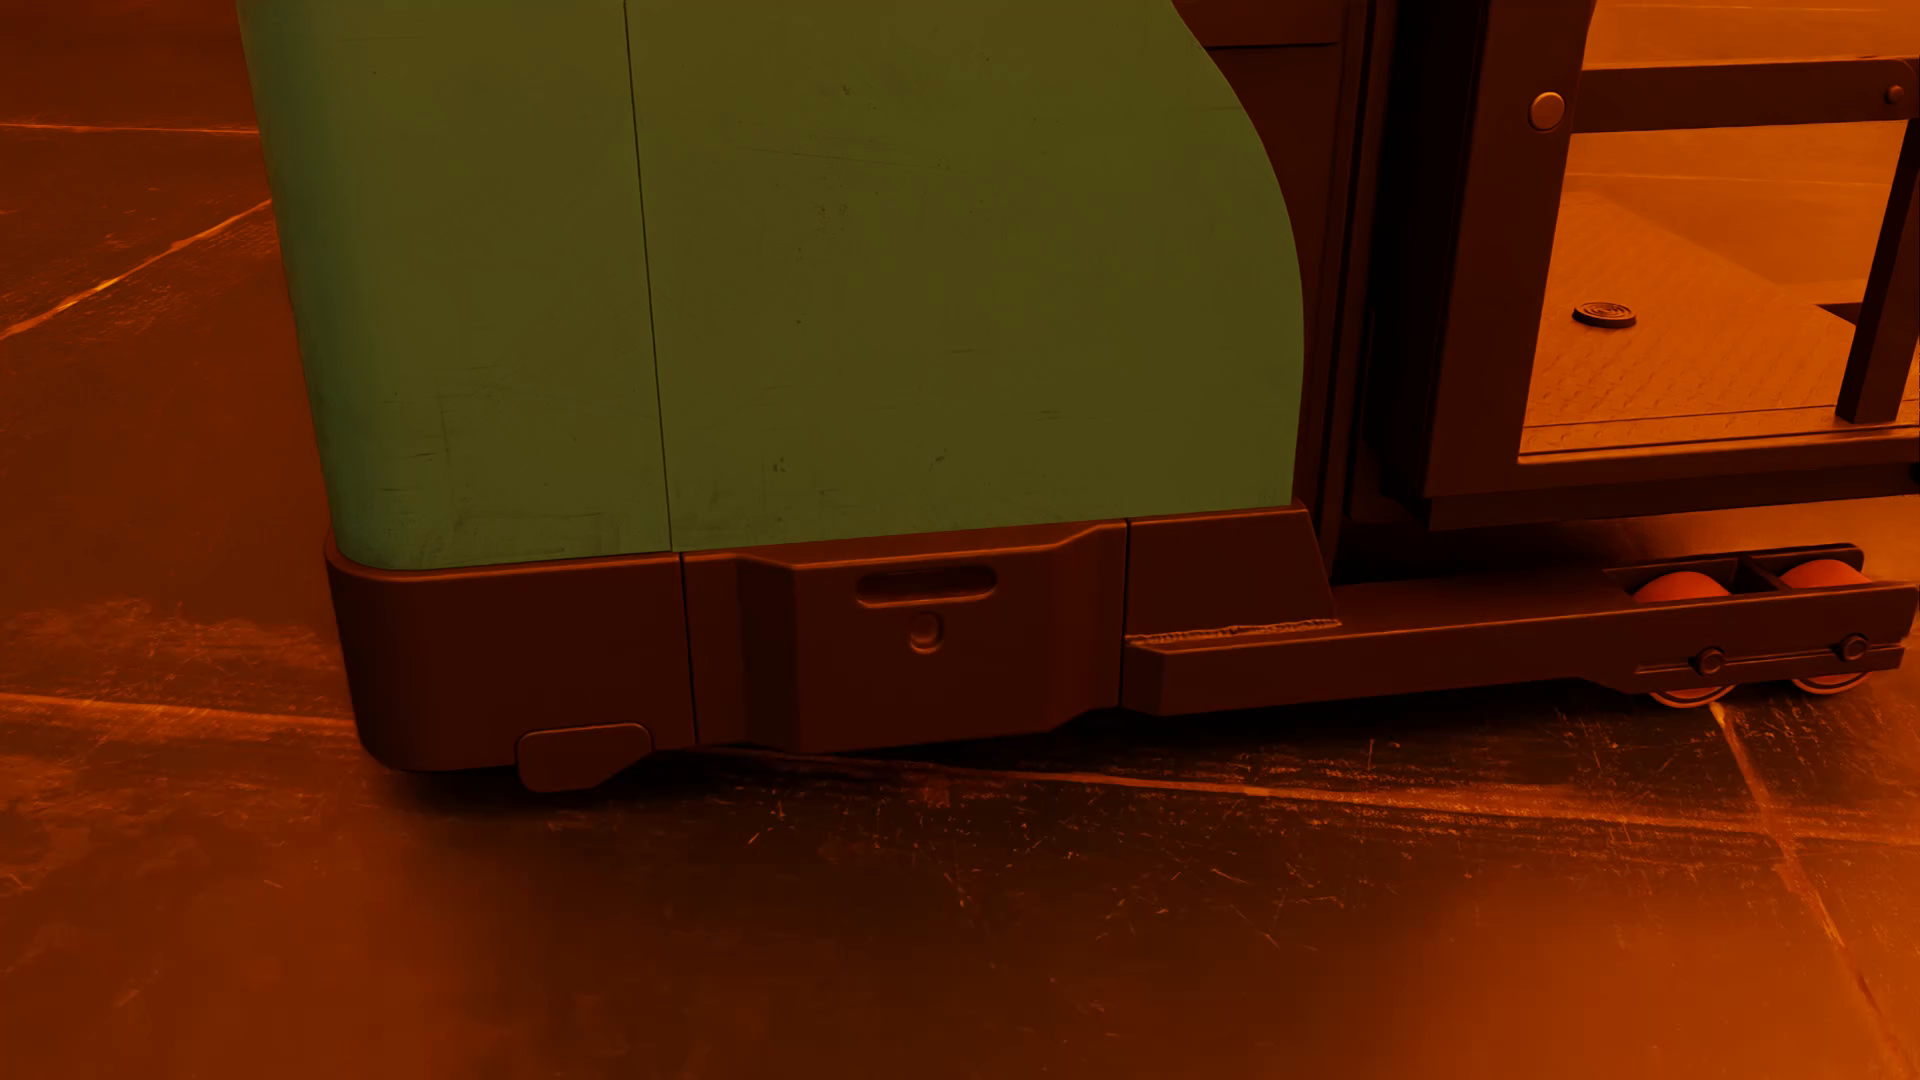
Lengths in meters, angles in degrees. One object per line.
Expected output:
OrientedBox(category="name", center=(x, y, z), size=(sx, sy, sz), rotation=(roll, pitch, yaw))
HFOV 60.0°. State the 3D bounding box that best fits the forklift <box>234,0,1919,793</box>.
OrientedBox(category="forklift", center=(0.734, -1.331, 1.884), size=(3.031, 2.935, 1.130), rotation=(-4, 27, -9))
